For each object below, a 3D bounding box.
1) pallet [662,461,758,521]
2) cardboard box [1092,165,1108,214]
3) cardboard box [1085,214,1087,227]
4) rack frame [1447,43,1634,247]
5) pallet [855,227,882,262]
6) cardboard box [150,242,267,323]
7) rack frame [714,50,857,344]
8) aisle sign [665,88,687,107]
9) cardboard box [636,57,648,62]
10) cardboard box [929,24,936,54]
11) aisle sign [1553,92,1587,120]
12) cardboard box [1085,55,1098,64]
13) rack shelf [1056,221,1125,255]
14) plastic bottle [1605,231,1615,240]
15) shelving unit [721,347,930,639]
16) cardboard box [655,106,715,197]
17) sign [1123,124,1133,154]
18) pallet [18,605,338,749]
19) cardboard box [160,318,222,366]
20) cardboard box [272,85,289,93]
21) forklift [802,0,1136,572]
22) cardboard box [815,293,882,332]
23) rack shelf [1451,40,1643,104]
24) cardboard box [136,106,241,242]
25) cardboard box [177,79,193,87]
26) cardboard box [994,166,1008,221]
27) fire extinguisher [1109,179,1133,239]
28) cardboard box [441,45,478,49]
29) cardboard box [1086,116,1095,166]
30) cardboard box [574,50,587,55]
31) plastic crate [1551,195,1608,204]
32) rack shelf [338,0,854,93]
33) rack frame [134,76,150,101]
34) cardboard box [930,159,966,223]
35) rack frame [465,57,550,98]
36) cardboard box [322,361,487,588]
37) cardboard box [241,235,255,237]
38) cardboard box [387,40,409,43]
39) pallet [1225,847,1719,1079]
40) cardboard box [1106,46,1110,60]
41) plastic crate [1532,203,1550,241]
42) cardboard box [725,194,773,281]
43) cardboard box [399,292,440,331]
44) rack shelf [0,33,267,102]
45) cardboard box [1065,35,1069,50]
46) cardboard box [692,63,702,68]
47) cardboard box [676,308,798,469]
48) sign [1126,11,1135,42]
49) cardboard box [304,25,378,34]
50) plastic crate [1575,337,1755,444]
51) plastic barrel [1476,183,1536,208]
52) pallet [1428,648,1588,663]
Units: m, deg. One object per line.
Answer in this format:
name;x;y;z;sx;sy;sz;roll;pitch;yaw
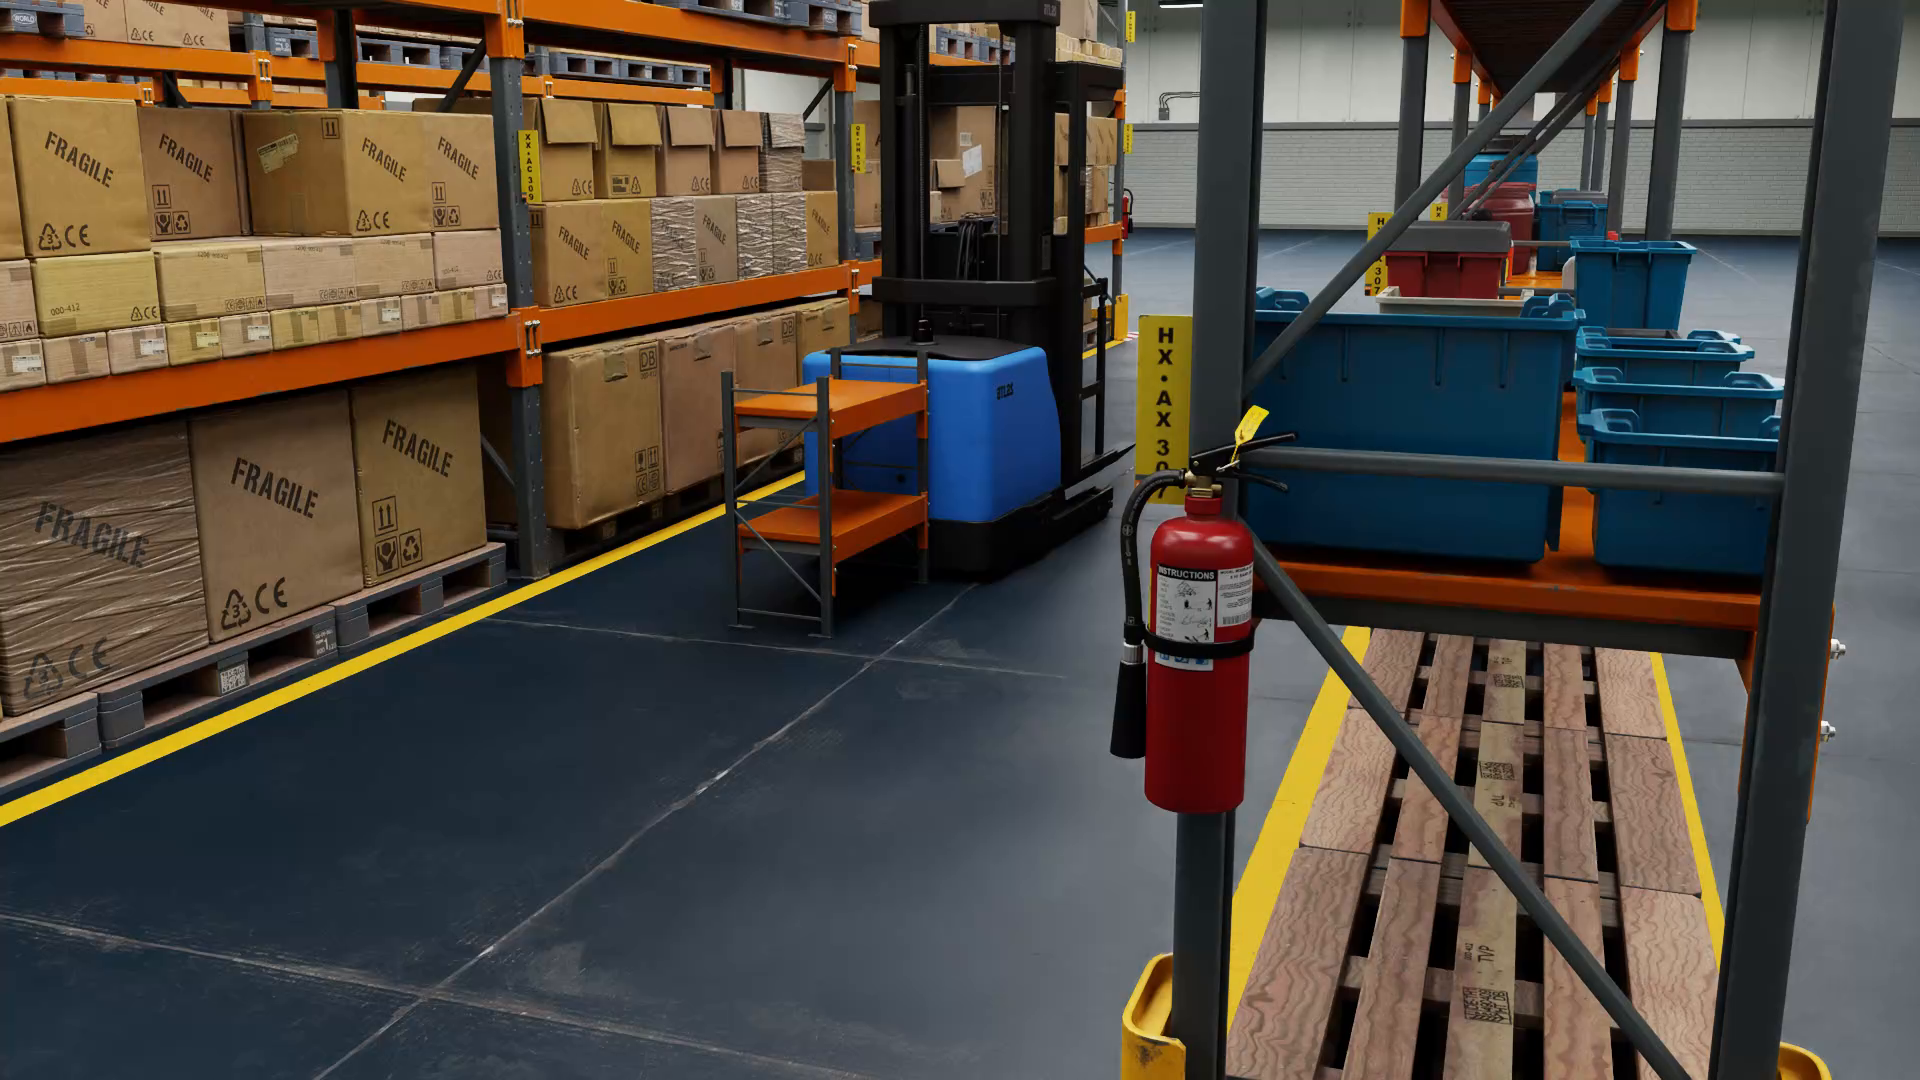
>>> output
pallet;-1.943;-0.371;10.140;1.003;0.211;1.213;4;14;18
cardboard box;1.116;-3.798;17.993;0.875;0.500;0.500;4;14;18
cardboard box;1.142;-3.424;17.814;0.380;0.149;0.250;4;14;18
rack frame;3.467;-1.791;10.093;1.000;3.000;0.127;4;14;18
pallet;-1.090;-2.212;12.368;1.213;0.211;1.003;4;14;18
cardboard box;-2.906;-0.942;6.043;0.500;0.250;0.500;4;13;17
rack frame;-1.220;-2.147;11.655;1.000;3.000;0.127;4;14;18
aisle sign;-3.553;-5.514;20.564;0.394;0.787;0.004;4;14;18
cardboard box;-3.655;-5.334;18.271;0.380;0.149;0.250;5;14;19
cardboard box;-0.503;-3.834;12.642;0.500;0.250;0.500;5;14;20
aisle sign;6.359;-4.736;17.156;0.394;0.787;0.004;4;14;18
cardboard box;1.120;-4.889;17.262;0.500;0.250;0.500;5;14;20
rack shelf;0.721;-3.060;17.270;1.077;0.370;4.000;4;14;18
plastic bottle;3.279;-1.380;8.403;0.144;0.351;0.185;4;14;18
shelving unit;-0.583;-0.253;7.567;0.538;1.125;1.048;5;14;22
cardboard box;-1.896;-2.254;9.642;0.797;0.503;0.637;5;14;20
sign;1.887;-4.506;18.678;0.100;0.325;0.005;4;14;18
pallet;-3.227;0.467;6.470;1.003;0.211;1.213;4;14;18
cardboard box;-2.885;-0.715;5.946;0.380;0.149;0.250;4;13;17
cardboard box;-8.314;-5.463;20.007;0.380;0.149;0.250;4;14;18
forklift;0.240;-1.557;9.223;1.130;2.935;3.031;5;14;22
cardboard box;-0.869;-1.764;12.921;0.500;0.250;0.500;6;14;25
rack shelf;4.114;-3.324;11.684;1.077;0.370;4.000;4;14;18
cardboard box;-3.242;-1.447;6.571;0.500;0.500;0.500;4;13;17
cardboard box;-8.830;-5.142;18.599;0.380;0.149;0.250;4;14;18
cardboard box;0.278;-3.274;15.697;0.875;0.500;0.500;4;14;18
fire extinguisher;1.842;-3.785;19.004;0.296;0.674;0.183;4;14;18
cardboard box;-4.663;-4.850;15.926;0.500;0.250;0.500;5;14;19
cardboard box;1.104;-4.169;17.371;0.500;0.500;0.500;4;14;18
cardboard box;-4.065;-5.068;17.107;0.380;0.149;0.250;4;14;19
plastic crate;4.279;-2.140;11.480;0.402;0.464;0.583;4;14;18
rack shelf;-1.867;-2.838;9.556;1.077;0.370;4.000;4;14;18
rack frame;-9.303;-3.703;18.471;1.000;3.000;0.127;4;14;18
cardboard box;-0.399;-2.873;13.659;0.797;0.503;0.637;6;14;24
rack frame;-4.586;-3.368;17.003;1.000;3.000;0.127;4;14;18
cardboard box;-2.803;-0.341;7.571;0.875;0.875;0.875;4;14;18
cardboard box;-3.080;-1.193;7.141;0.500;0.250;0.500;4;14;18
cardboard box;-5.286;-4.685;15.429;0.380;0.149;0.250;4;14;18
pallet;1.182;1.082;3.772;1.003;0.211;1.213;4;14;18
cardboard box;1.394;-5.223;17.829;0.380;0.149;0.250;4;13;16
plastic crate;5.051;-2.704;14.232;0.767;0.338;0.504;4;14;18
cardboard box;-1.477;-1.860;10.173;0.500;0.500;0.500;4;13;17
cardboard box;-2.469;-0.987;7.134;0.380;0.149;0.250;4;13;17
rack shelf;-6.527;-3.216;11.214;1.077;0.370;4.000;4;14;18
cardboard box;0.857;-4.897;16.401;0.380;0.149;0.250;4;13;17
cardboard box;-3.244;-5.602;19.446;0.380;0.149;0.250;5;14;19
cardboard box;-1.759;-0.985;10.395;1.225;0.875;0.875;4;14;19
sign;1.887;-5.682;18.409;0.100;0.325;0.005;4;14;18
cardboard box;-5.276;-4.411;13.999;0.500;0.250;0.500;5;14;20
plastic crate;1.696;-0.359;4.063;0.416;0.233;0.300;4;14;18
plastic barrel;4.006;-2.359;12.277;0.433;0.535;0.433;0;13;0
pallet;2.461;0.251;7.412;1.003;0.211;1.213;4;14;18
